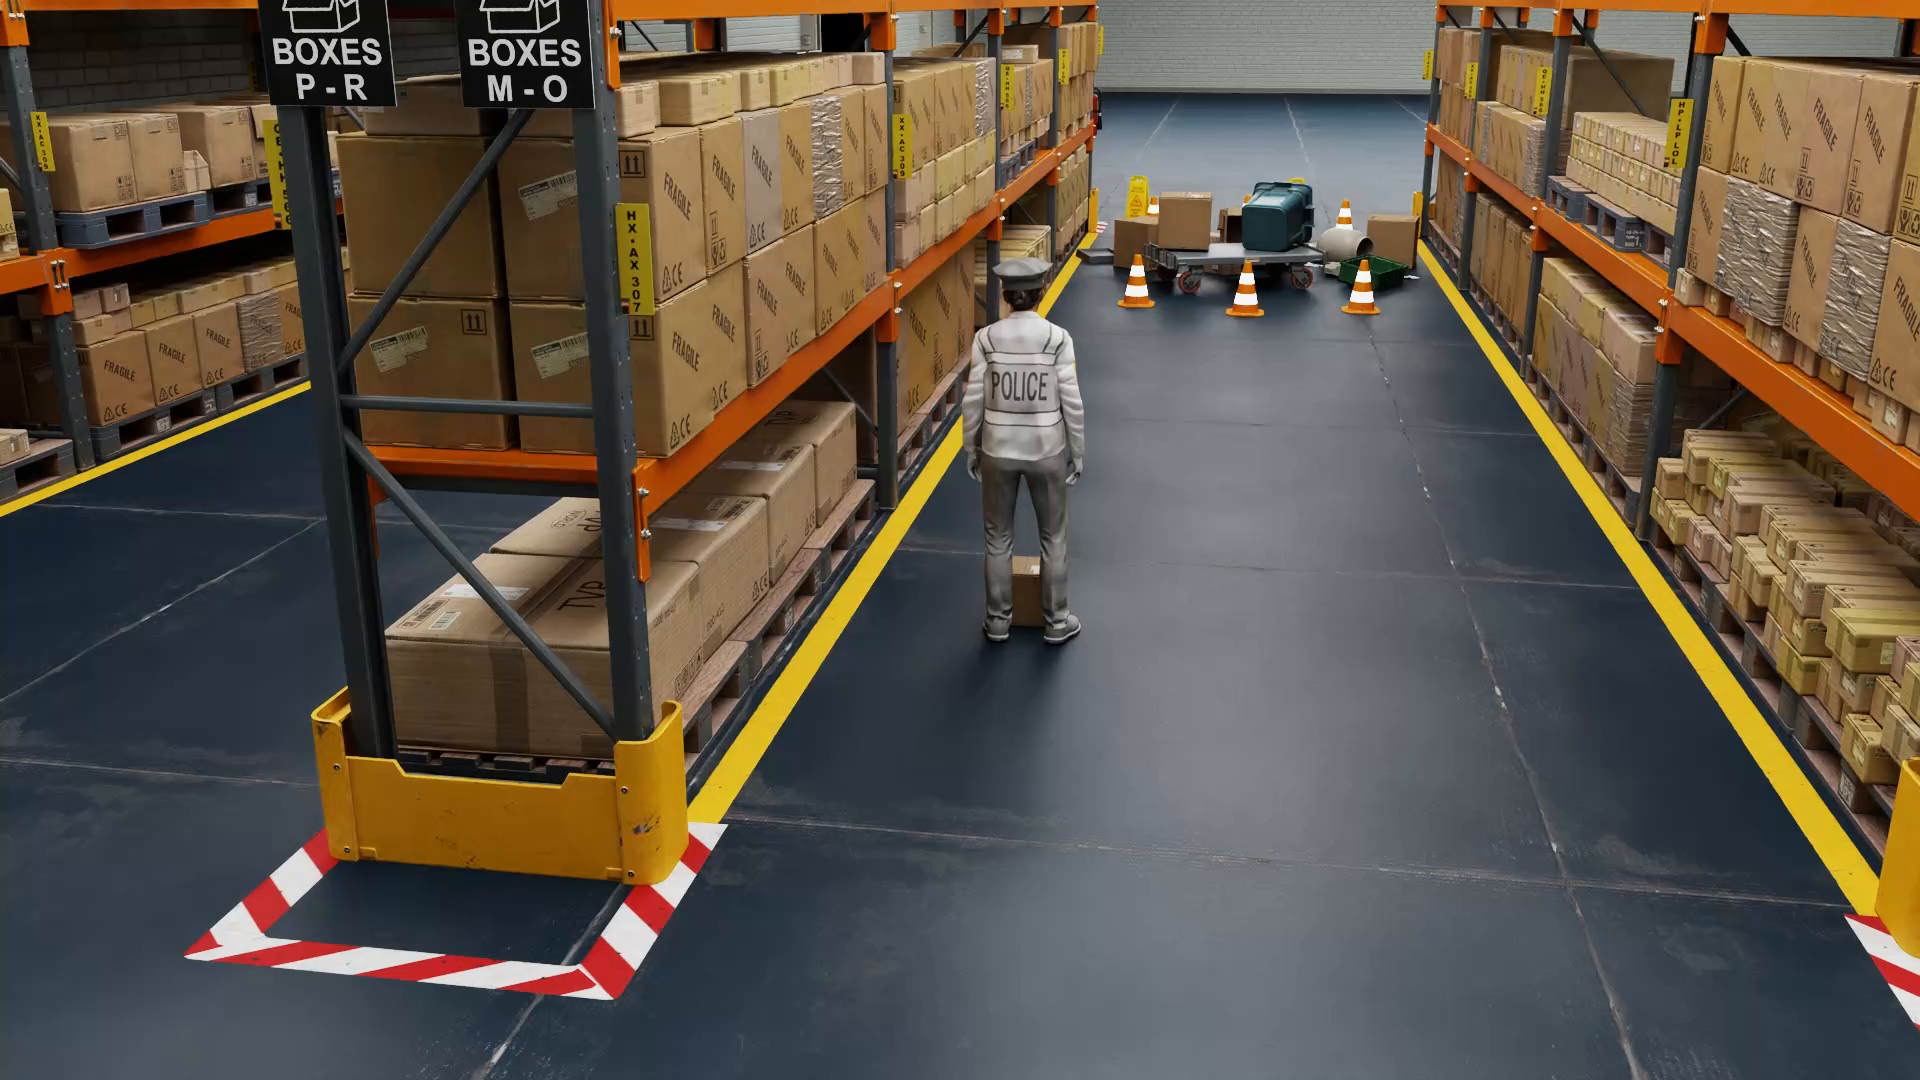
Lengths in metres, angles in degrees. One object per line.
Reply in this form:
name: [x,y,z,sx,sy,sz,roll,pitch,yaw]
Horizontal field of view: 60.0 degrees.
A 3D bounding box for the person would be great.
person: [0.273,-0.365,7.171,0.529,1.664,0.375,3,18,9]
